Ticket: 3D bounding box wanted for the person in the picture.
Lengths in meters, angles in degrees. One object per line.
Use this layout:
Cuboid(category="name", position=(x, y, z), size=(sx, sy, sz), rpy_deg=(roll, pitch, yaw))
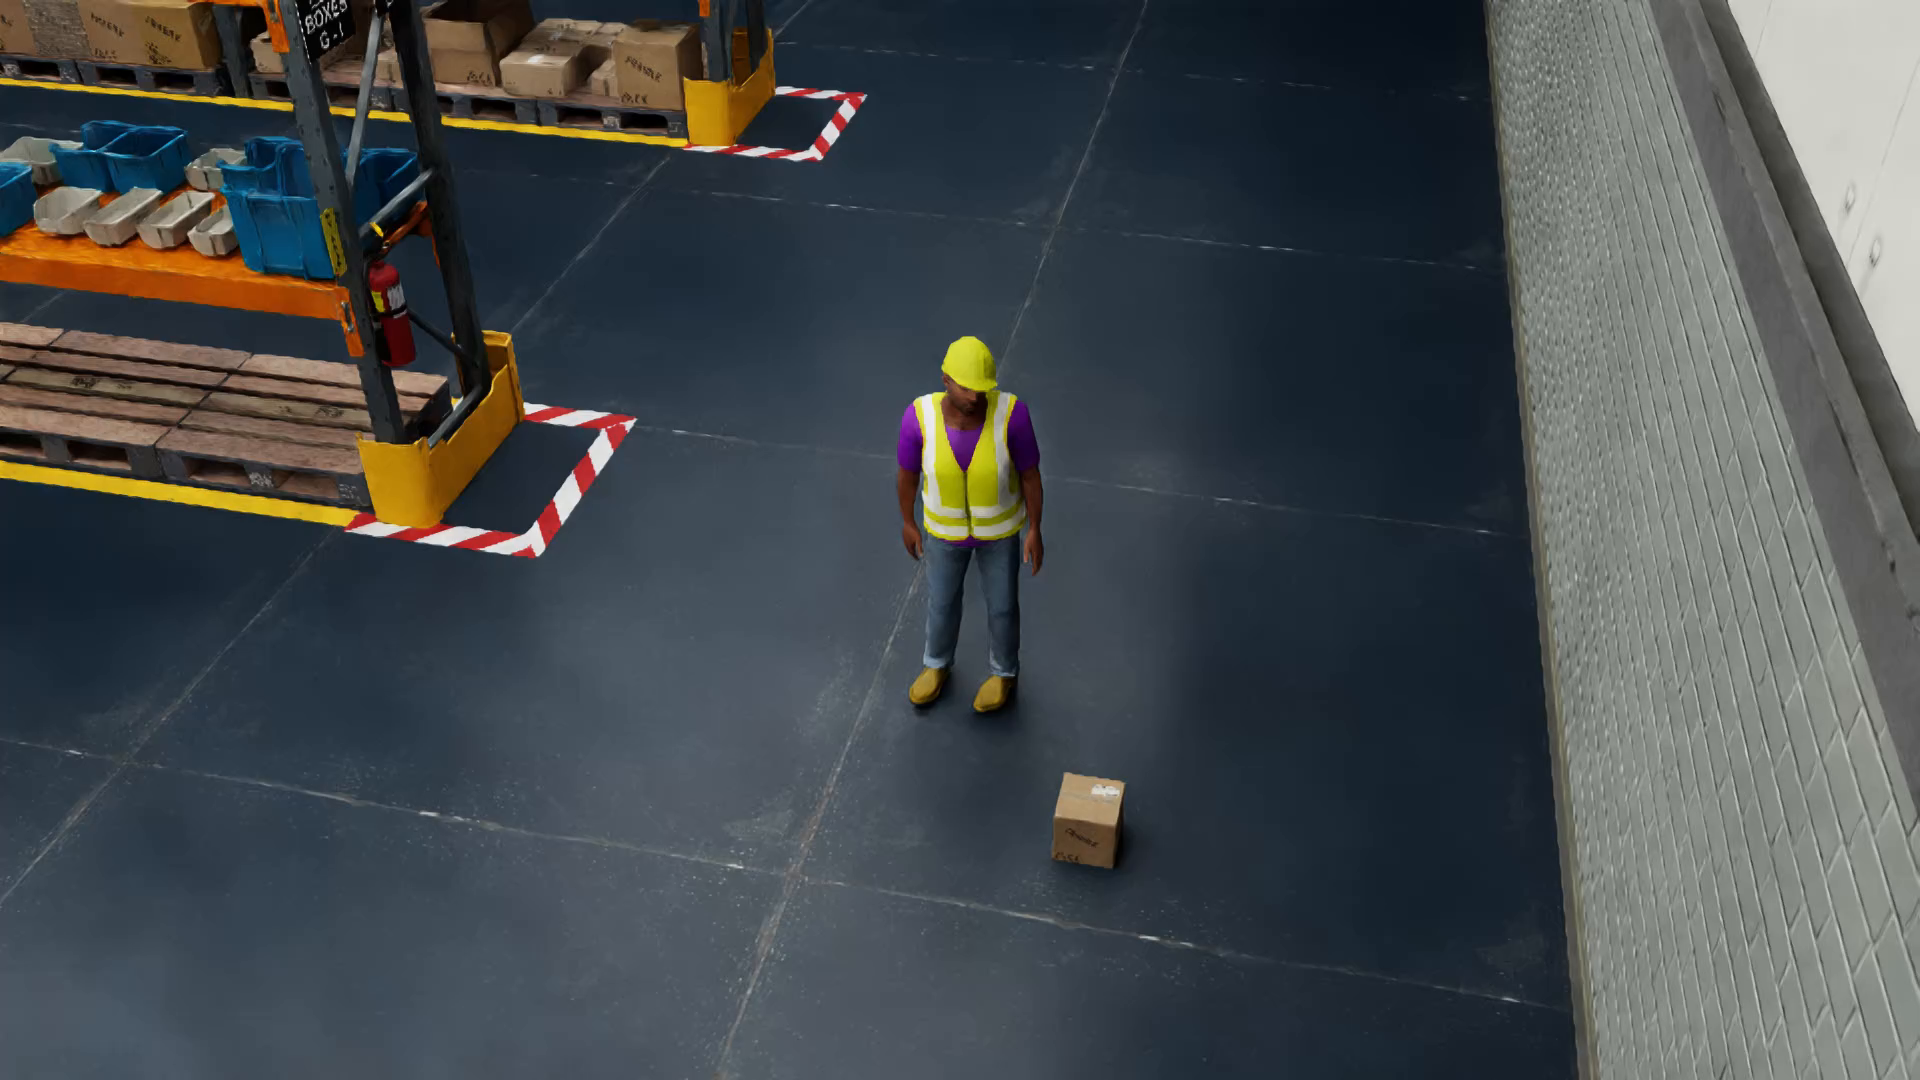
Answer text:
Cuboid(category="person", position=(0.045, -0.048, 6.968), size=(0.625, 1.772, 0.381), rpy_deg=(3, 37, 5))
